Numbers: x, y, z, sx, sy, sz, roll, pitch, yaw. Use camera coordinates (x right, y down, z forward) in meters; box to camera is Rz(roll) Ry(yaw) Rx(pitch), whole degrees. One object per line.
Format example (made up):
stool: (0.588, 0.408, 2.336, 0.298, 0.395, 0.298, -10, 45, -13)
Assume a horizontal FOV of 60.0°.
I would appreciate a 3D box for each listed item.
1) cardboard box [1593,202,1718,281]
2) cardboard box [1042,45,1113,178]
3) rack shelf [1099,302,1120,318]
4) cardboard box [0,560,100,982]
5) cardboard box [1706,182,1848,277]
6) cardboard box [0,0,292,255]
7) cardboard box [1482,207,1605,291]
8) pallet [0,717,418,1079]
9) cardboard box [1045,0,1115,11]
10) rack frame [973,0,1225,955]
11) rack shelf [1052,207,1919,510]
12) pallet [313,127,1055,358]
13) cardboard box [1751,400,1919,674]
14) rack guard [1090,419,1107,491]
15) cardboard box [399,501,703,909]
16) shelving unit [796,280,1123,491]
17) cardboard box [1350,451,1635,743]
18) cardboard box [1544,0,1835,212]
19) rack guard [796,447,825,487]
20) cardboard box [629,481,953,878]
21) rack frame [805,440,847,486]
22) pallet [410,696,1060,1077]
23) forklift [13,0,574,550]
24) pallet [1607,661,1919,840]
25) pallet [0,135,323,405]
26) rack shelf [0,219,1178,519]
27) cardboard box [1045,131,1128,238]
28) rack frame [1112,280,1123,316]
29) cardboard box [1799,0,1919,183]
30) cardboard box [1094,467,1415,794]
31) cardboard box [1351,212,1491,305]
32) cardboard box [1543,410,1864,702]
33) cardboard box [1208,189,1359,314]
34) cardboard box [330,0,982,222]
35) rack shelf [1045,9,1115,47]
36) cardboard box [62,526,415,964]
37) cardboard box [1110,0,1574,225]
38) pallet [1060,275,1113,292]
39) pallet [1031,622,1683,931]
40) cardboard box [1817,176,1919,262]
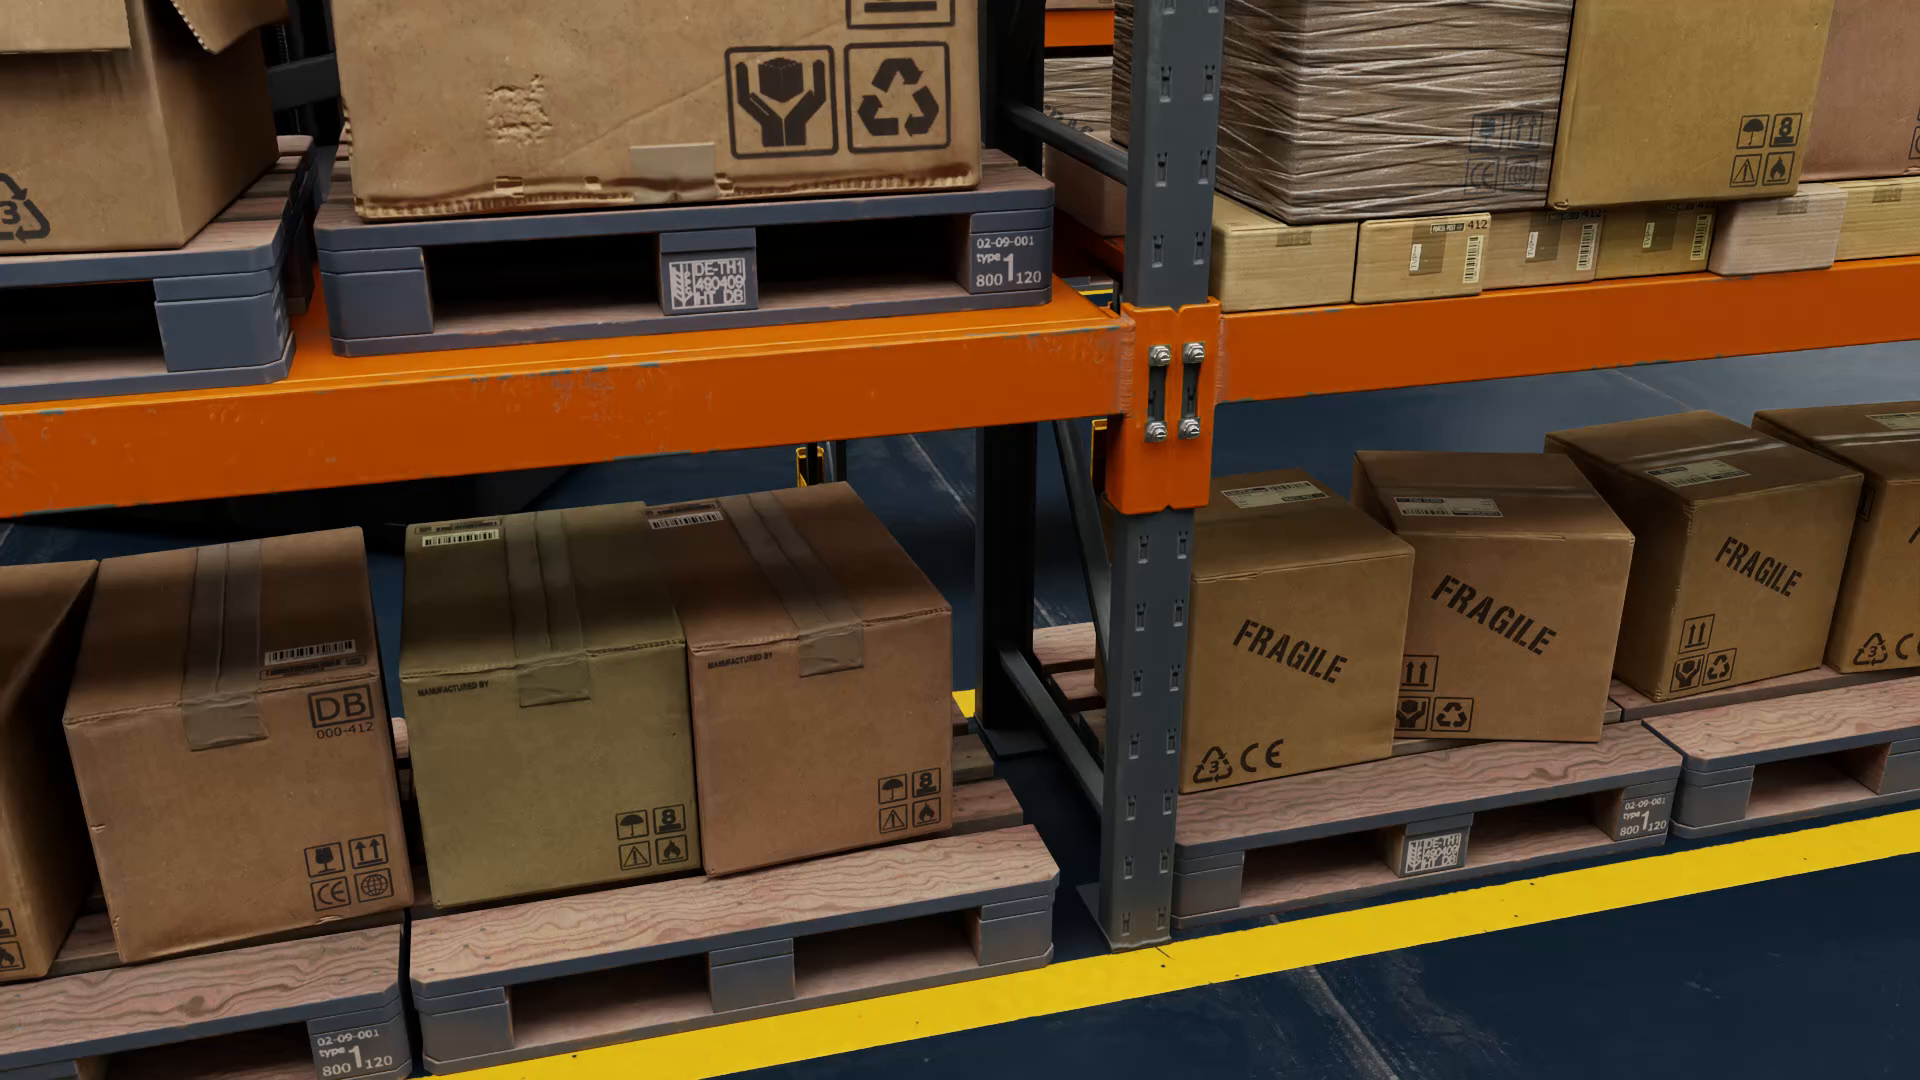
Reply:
cardboard box: (1.234, -0.629, 3.230, 0.250, 0.149, 0.380, -6, 24, -14)
cardboard box: (0.478, -1.995, 8.257, 0.875, 0.875, 0.875, -6, 24, -14)
rack shelf: (0.082, -0.533, 5.046, 1.000, 0.185, 0.538, -6, 24, -14)
cardboard box: (-1.907, 0.420, 3.079, 0.500, 0.500, 0.700, -4, 24, -10)
cardboard box: (1.485, -0.640, 3.256, 0.250, 0.149, 0.380, -6, 24, -14)
cardboard box: (-1.414, -0.767, 2.571, 0.637, 0.503, 0.797, -4, 24, -9)
cardboard box: (0.995, -0.599, 3.160, 0.250, 0.149, 0.380, -6, 24, -14)
pallet: (-1.696, 0.750, 3.235, 1.213, 0.211, 1.003, -6, 24, -14)
cardboard box: (0.414, -2.833, 7.859, 0.550, 0.550, 0.875, -6, 24, -14)
rack frame: (0.230, -0.747, 3.186, 0.127, 3.000, 1.000, -6, 24, -14)
rack shelf: (2.155, -0.629, 3.825, 4.000, 0.370, 1.077, -6, 24, -14)
pallet: (-0.546, -0.632, 3.163, 1.213, 0.211, 1.003, -6, 24, -14)
cardboard box: (2.301, -0.021, 4.132, 0.500, 0.500, 0.500, -4, 24, -9)
rack guard: (0.553, -0.176, 5.343, 0.087, 0.250, 0.587, -6, 24, -14)
cardboard box: (-0.832, 0.301, 3.357, 0.500, 0.500, 0.700, -6, 24, -15)
shelving unit: (0.073, -0.697, 4.973, 1.083, 1.500, 0.587, -6, 24, -14)
cardboard box: (1.175, 0.118, 3.809, 0.500, 0.500, 0.500, 1, 23, 3)
cardboard box: (1.171, -0.994, 3.258, 0.500, 0.500, 0.875, -6, 24, -14)
rack guard: (-0.406, -0.070, 5.096, 0.087, 0.250, 0.587, -6, 24, -14)
cardboard box: (-0.367, 0.257, 3.459, 0.500, 0.500, 0.700, -8, 25, -18)
rack frame: (-0.407, -0.644, 4.849, 0.032, 1.500, 0.500, -6, 24, -14)
pallet: (-0.520, 0.618, 3.541, 1.213, 0.211, 1.003, -6, 24, -14)
forklift: (-2.826, -1.599, 5.259, 3.031, 2.935, 1.130, 5, 24, 11)
pallet: (2.044, 0.318, 4.240, 1.213, 0.211, 1.003, -6, 24, -14)
pallet: (-1.727, -0.459, 2.759, 1.213, 0.211, 1.003, -6, 24, -14)
rack shelf: (-1.696, -0.203, 2.832, 4.000, 0.370, 1.077, -6, 24, -14)
cardboard box: (0.357, -0.766, 3.549, 0.250, 0.149, 0.380, -6, 24, -14)
rack frame: (0.572, -0.752, 5.102, 0.032, 1.500, 0.500, -6, 24, -14)
cardboard box: (1.625, -1.085, 3.471, 0.500, 0.500, 0.875, -6, 24, -14)
cardboard box: (0.626, 0.182, 3.660, 0.500, 0.500, 0.500, -7, 24, -16)
cardboard box: (0.762, -0.562, 3.073, 0.250, 0.149, 0.380, -6, 24, -14)
cardboard box: (1.752, 0.022, 4.033, 0.500, 0.500, 0.500, -9, 25, -19)
cardboard box: (0.518, -0.540, 3.023, 0.250, 0.149, 0.380, -6, 24, -14)
cardboard box: (-0.573, -1.184, 2.912, 1.000, 1.000, 1.000, -6, 24, -14)
rack shelf: (0.913, -2.523, 8.238, 4.000, 0.370, 1.077, -6, 24, -14)
cardboard box: (-1.370, 0.360, 3.218, 0.500, 0.500, 0.700, -8, 25, -19)
cardboard box: (0.680, -0.954, 3.165, 0.500, 0.500, 0.875, -6, 24, -14)
pallet: (0.917, -1.542, 8.575, 1.213, 0.211, 1.003, -6, 24, -14)
pallet: (0.867, 0.450, 3.934, 1.213, 0.211, 1.003, -6, 24, -14)
cardboard box: (1.715, -0.682, 3.355, 0.250, 0.149, 0.380, -6, 24, -14)
